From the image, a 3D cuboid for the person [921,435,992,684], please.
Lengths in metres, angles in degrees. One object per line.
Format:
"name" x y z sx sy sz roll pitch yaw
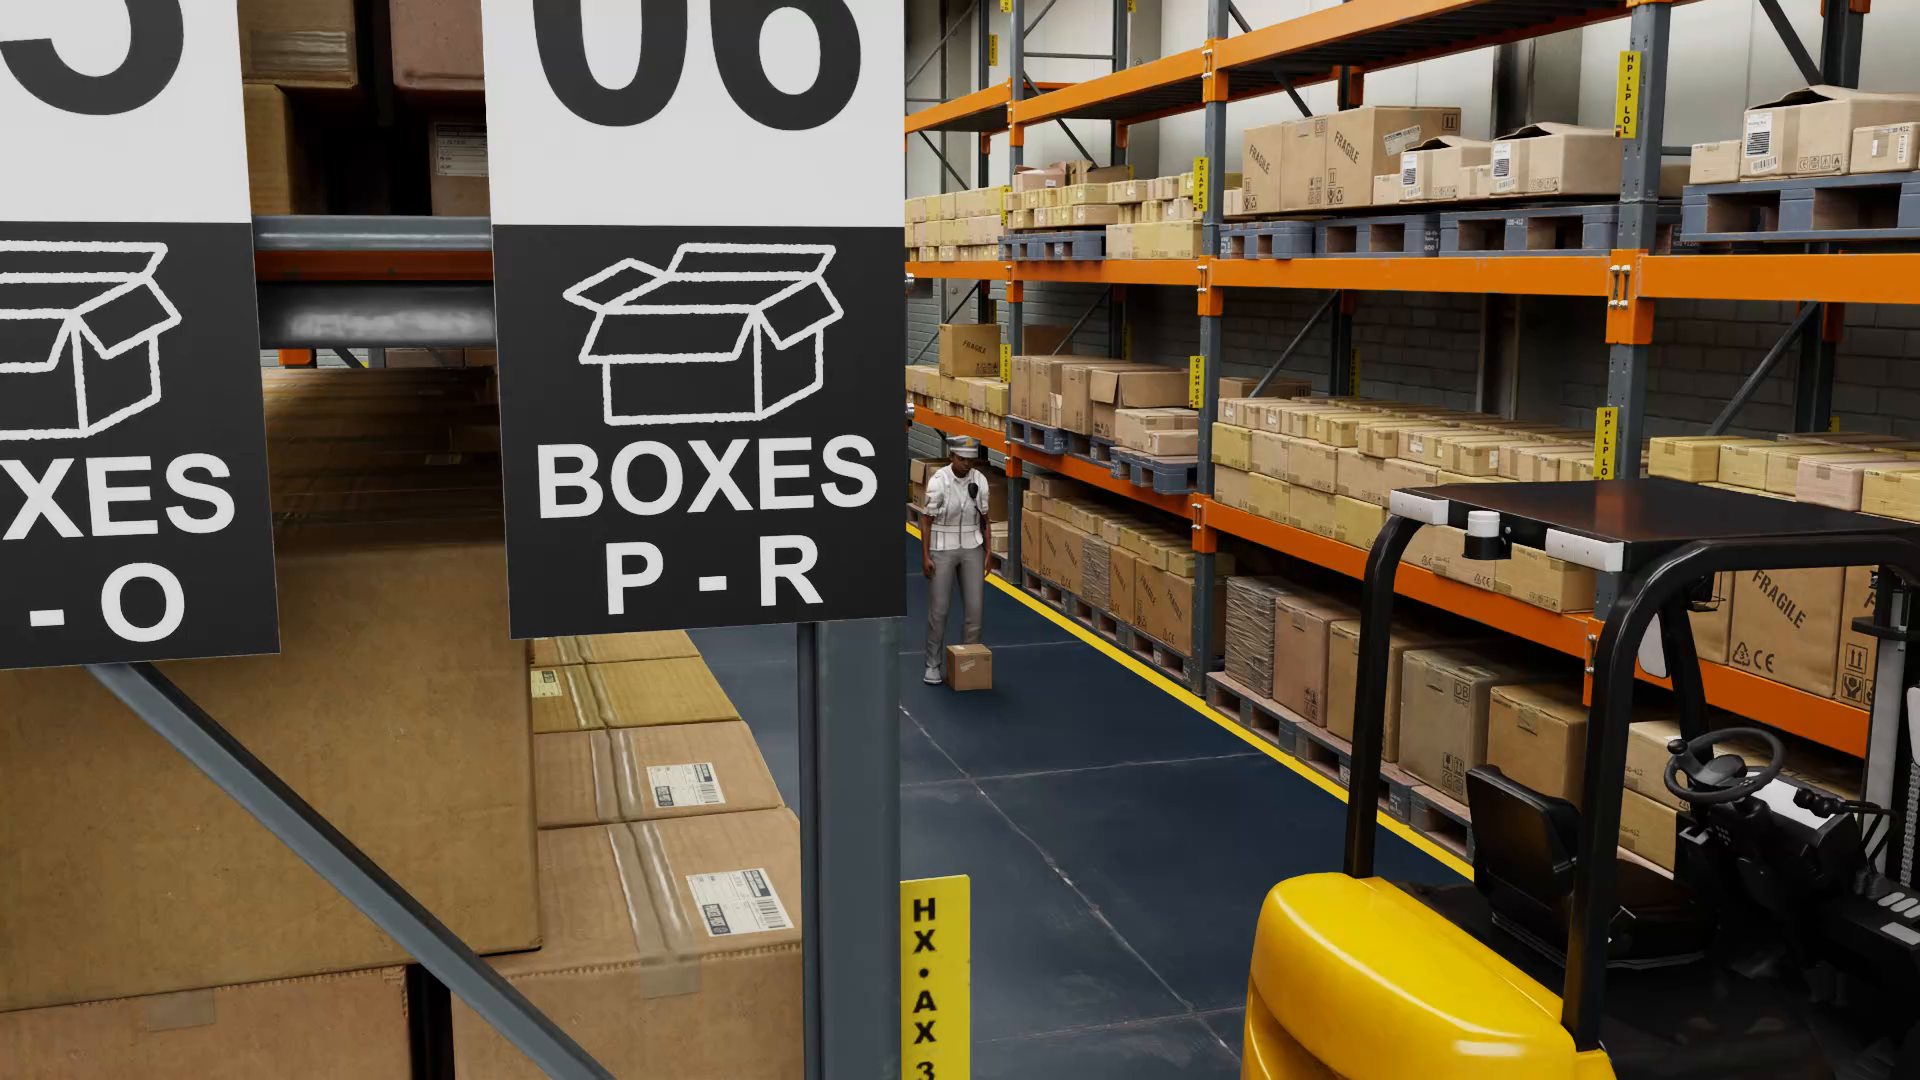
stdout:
"person" -0.021 0.119 11.164 0.503 1.656 0.422 -3 10 -16
